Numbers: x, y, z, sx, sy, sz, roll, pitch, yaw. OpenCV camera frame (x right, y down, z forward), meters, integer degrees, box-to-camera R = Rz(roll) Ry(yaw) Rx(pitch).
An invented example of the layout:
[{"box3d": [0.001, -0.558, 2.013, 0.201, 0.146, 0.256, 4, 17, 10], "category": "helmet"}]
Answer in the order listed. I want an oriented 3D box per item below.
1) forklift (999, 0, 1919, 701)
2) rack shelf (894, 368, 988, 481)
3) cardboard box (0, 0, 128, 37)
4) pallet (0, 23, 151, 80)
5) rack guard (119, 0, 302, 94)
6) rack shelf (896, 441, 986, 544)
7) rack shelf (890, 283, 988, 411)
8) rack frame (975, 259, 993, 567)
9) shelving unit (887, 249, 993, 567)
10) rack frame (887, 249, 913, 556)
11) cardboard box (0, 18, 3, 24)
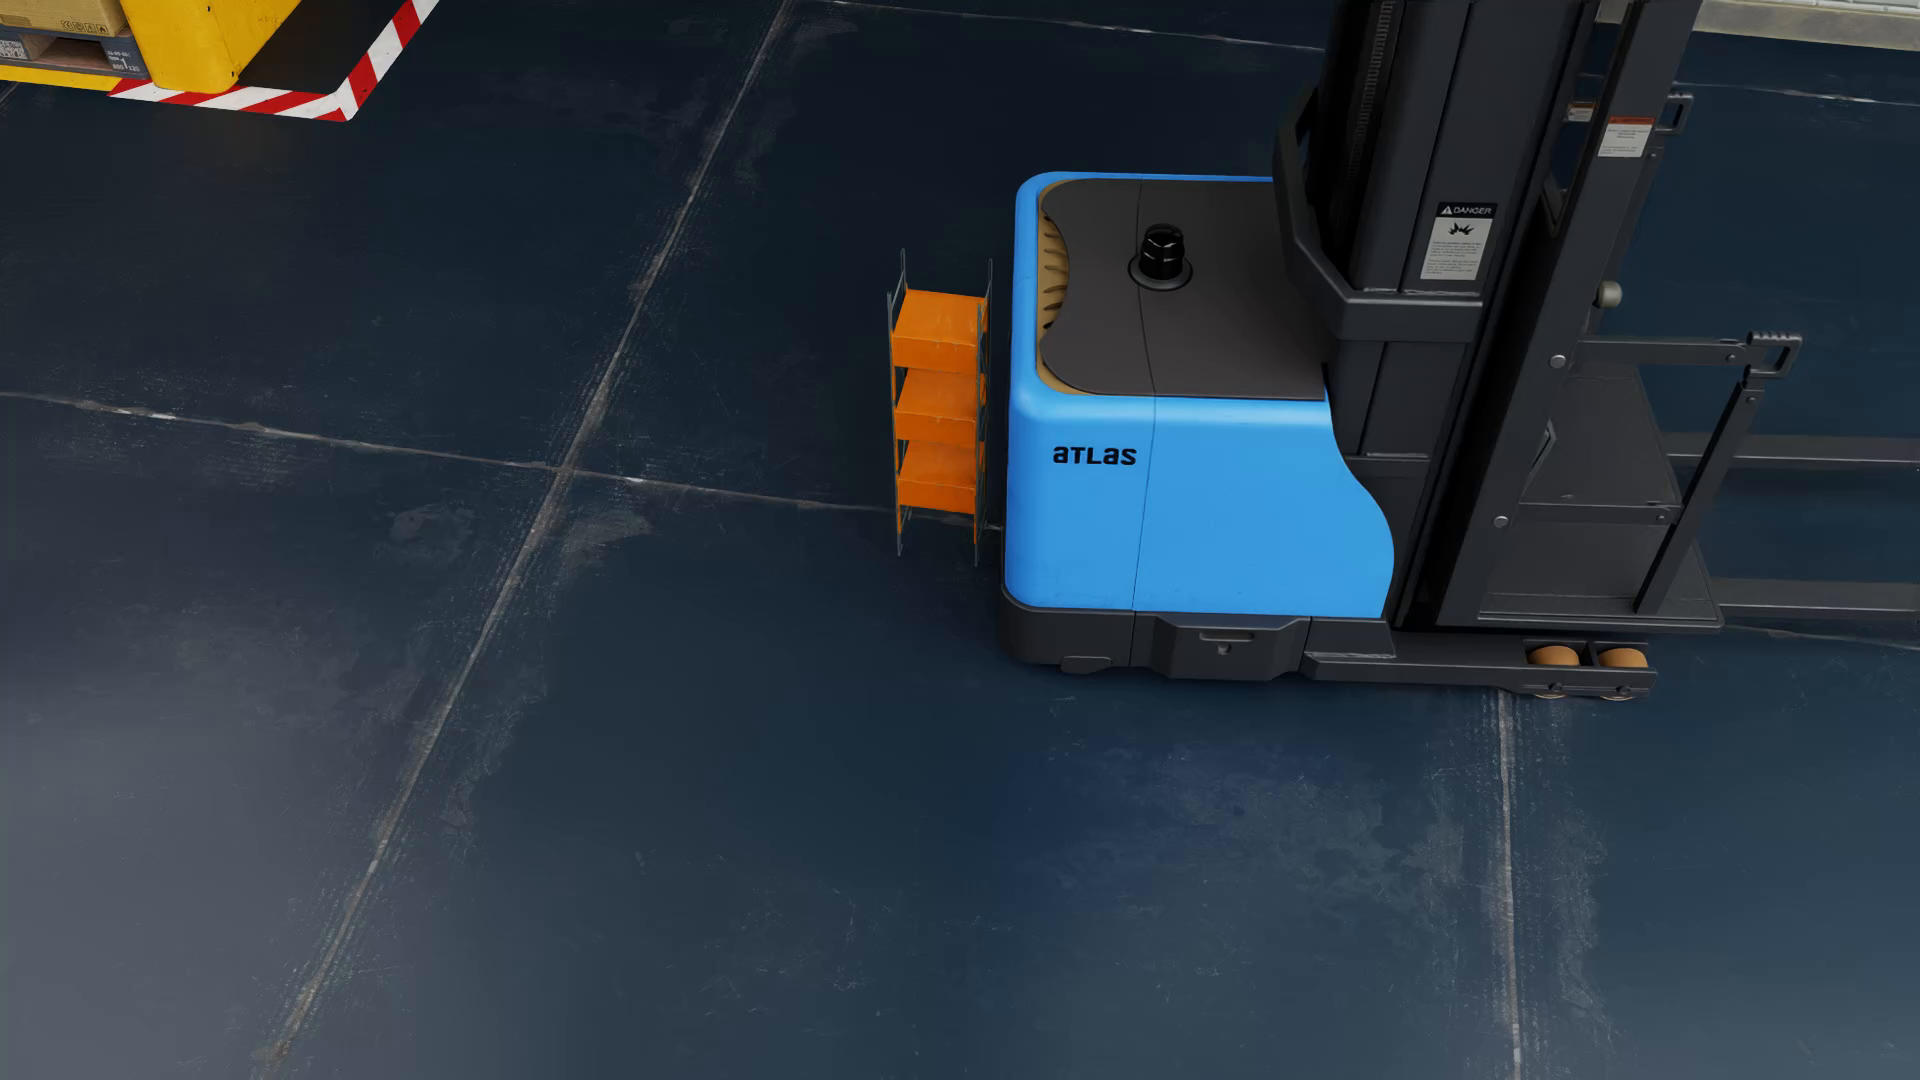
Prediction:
[{"box3d": [1.645, -0.920, 4.106, 3.031, 2.935, 1.130, 2, 48, 2], "category": "forklift"}, {"box3d": [-0.053, -0.351, 4.874, 0.240, 0.259, 0.215, 8, 49, 7], "category": "rack shelf"}, {"box3d": [-3.664, -2.356, 6.916, 0.500, 0.250, 0.500, 8, 49, 7], "category": "cardboard box"}, {"box3d": [-3.905, -2.442, 7.302, 1.213, 0.211, 1.003, 8, 49, 7], "category": "pallet"}, {"box3d": [-3.122, -2.465, 7.129, 0.348, 0.500, 1.175, 8, 49, 7], "category": "rack guard"}, {"box3d": [-0.053, -0.165, 5.080, 0.240, 0.259, 0.215, 8, 49, 7], "category": "rack shelf"}, {"box3d": [-0.053, -0.541, 4.663, 0.240, 0.259, 0.215, 8, 49, 7], "category": "rack shelf"}, {"box3d": [0.067, -0.342, 4.851, 0.008, 1.050, 0.200, 8, 49, 7], "category": "rack frame"}, {"box3d": [-0.053, -0.358, 4.866, 0.252, 1.050, 0.215, 8, 49, 7], "category": "shelving unit"}, {"box3d": [-0.173, -0.374, 4.880, 0.008, 1.050, 0.200, 8, 49, 7], "category": "rack frame"}, {"box3d": [-4.152, -2.428, 6.982, 0.500, 0.250, 0.500, 8, 49, 7], "category": "cardboard box"}]
